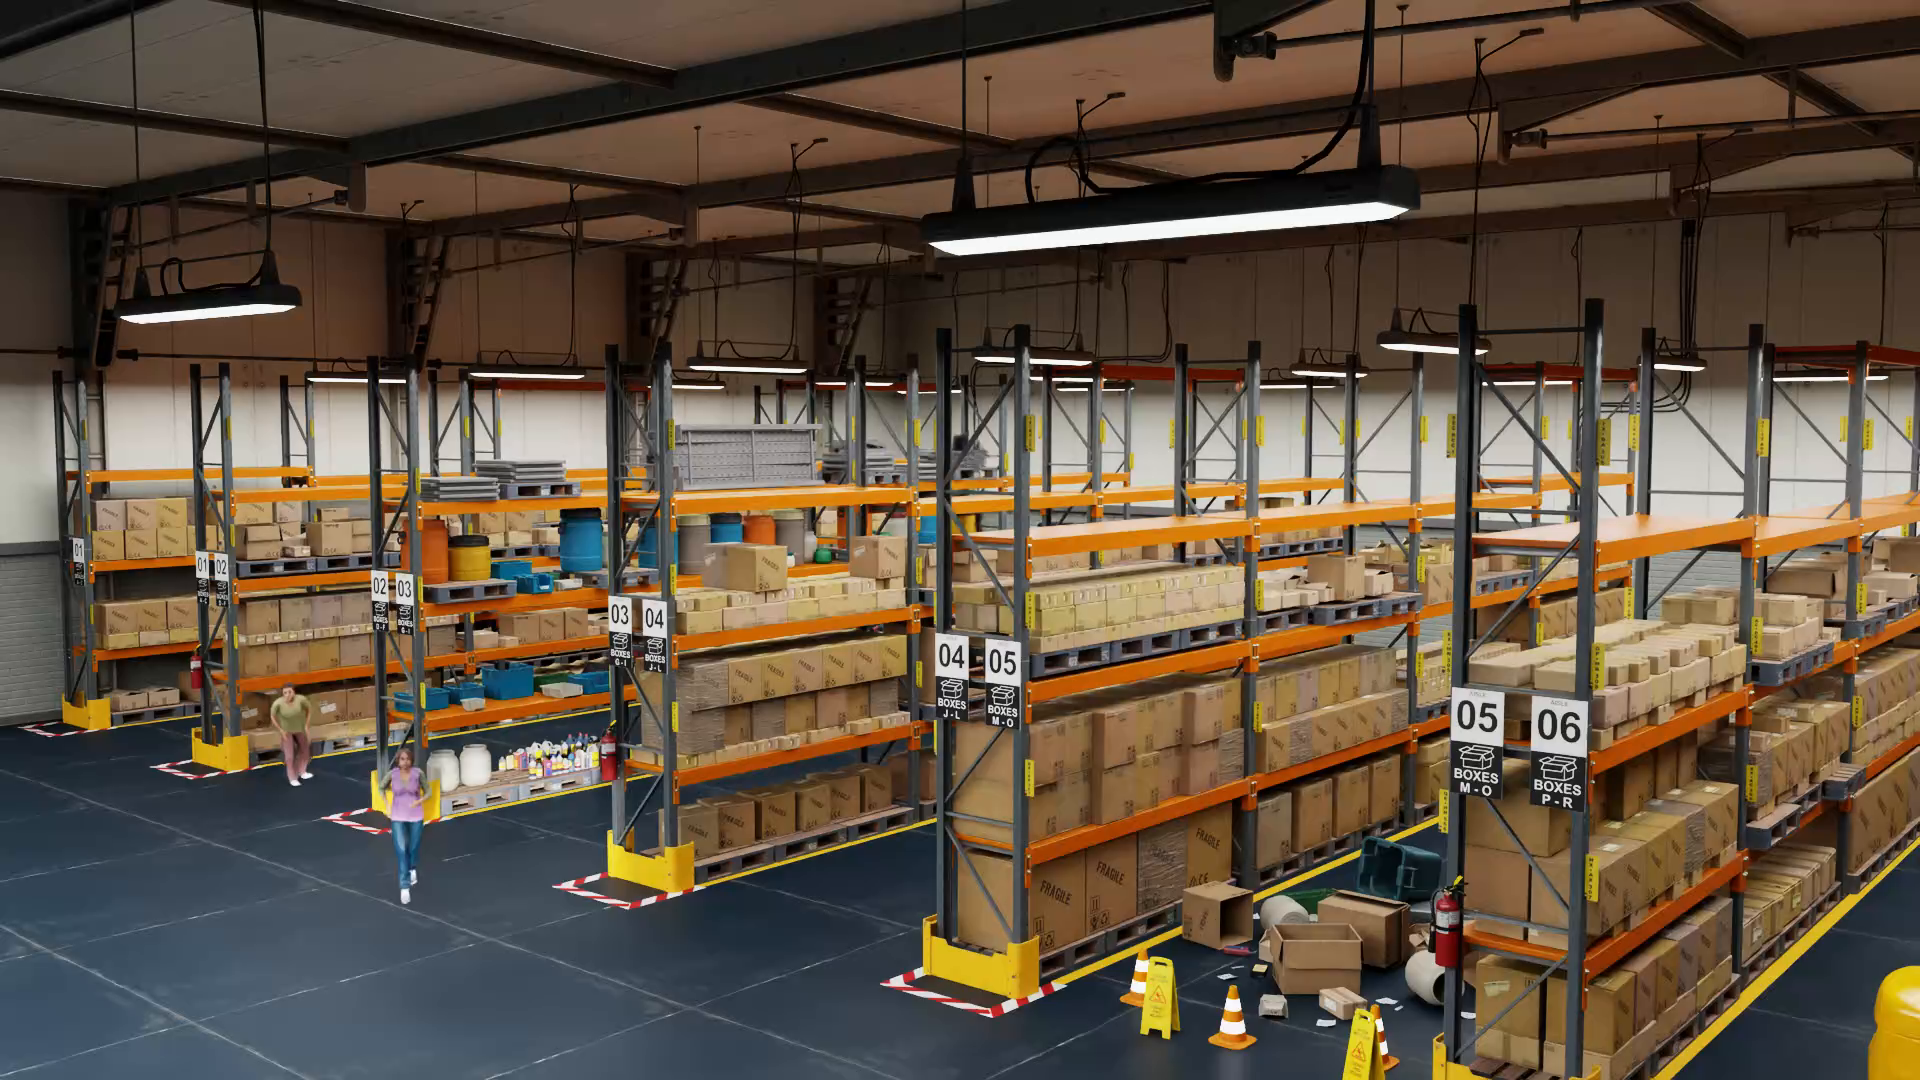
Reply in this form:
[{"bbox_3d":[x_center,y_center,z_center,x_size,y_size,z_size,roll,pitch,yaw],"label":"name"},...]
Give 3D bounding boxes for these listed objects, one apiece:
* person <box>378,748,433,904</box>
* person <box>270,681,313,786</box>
[{"bbox_3d":[-6.015,3.046,18.056,0.561,1.617,0.788,-2,4,-21],"label":"person"},{"bbox_3d":[-9.430,2.710,23.484,0.603,1.528,0.816,-3,5,-33],"label":"person"}]
